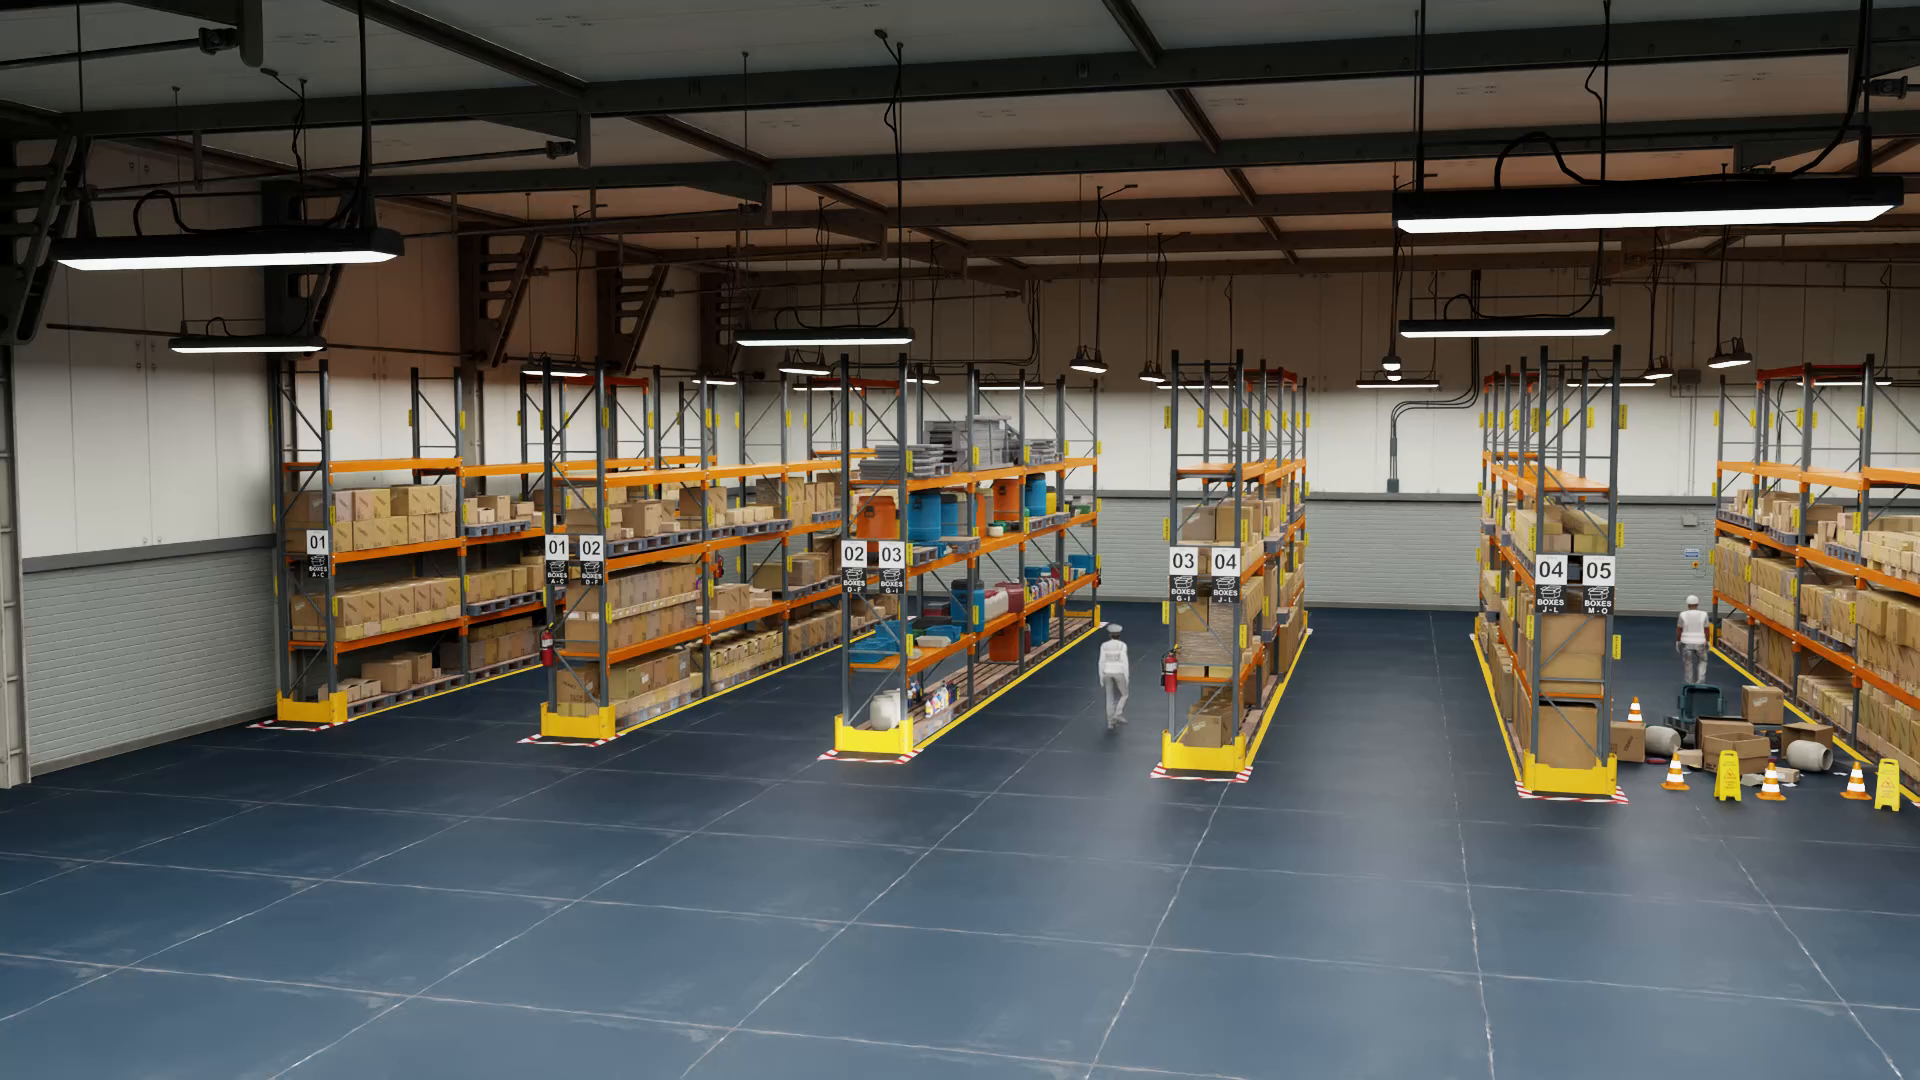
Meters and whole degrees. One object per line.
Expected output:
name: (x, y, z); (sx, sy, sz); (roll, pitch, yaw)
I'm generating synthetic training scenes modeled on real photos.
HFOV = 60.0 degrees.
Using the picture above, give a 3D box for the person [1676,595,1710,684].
person: (13.500, 1.914, 30.614); (0.586, 1.785, 0.521); (1, 4, 17)

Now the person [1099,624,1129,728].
person: (2.506, 2.213, 27.040); (0.500, 1.680, 0.448); (2, 4, 23)
